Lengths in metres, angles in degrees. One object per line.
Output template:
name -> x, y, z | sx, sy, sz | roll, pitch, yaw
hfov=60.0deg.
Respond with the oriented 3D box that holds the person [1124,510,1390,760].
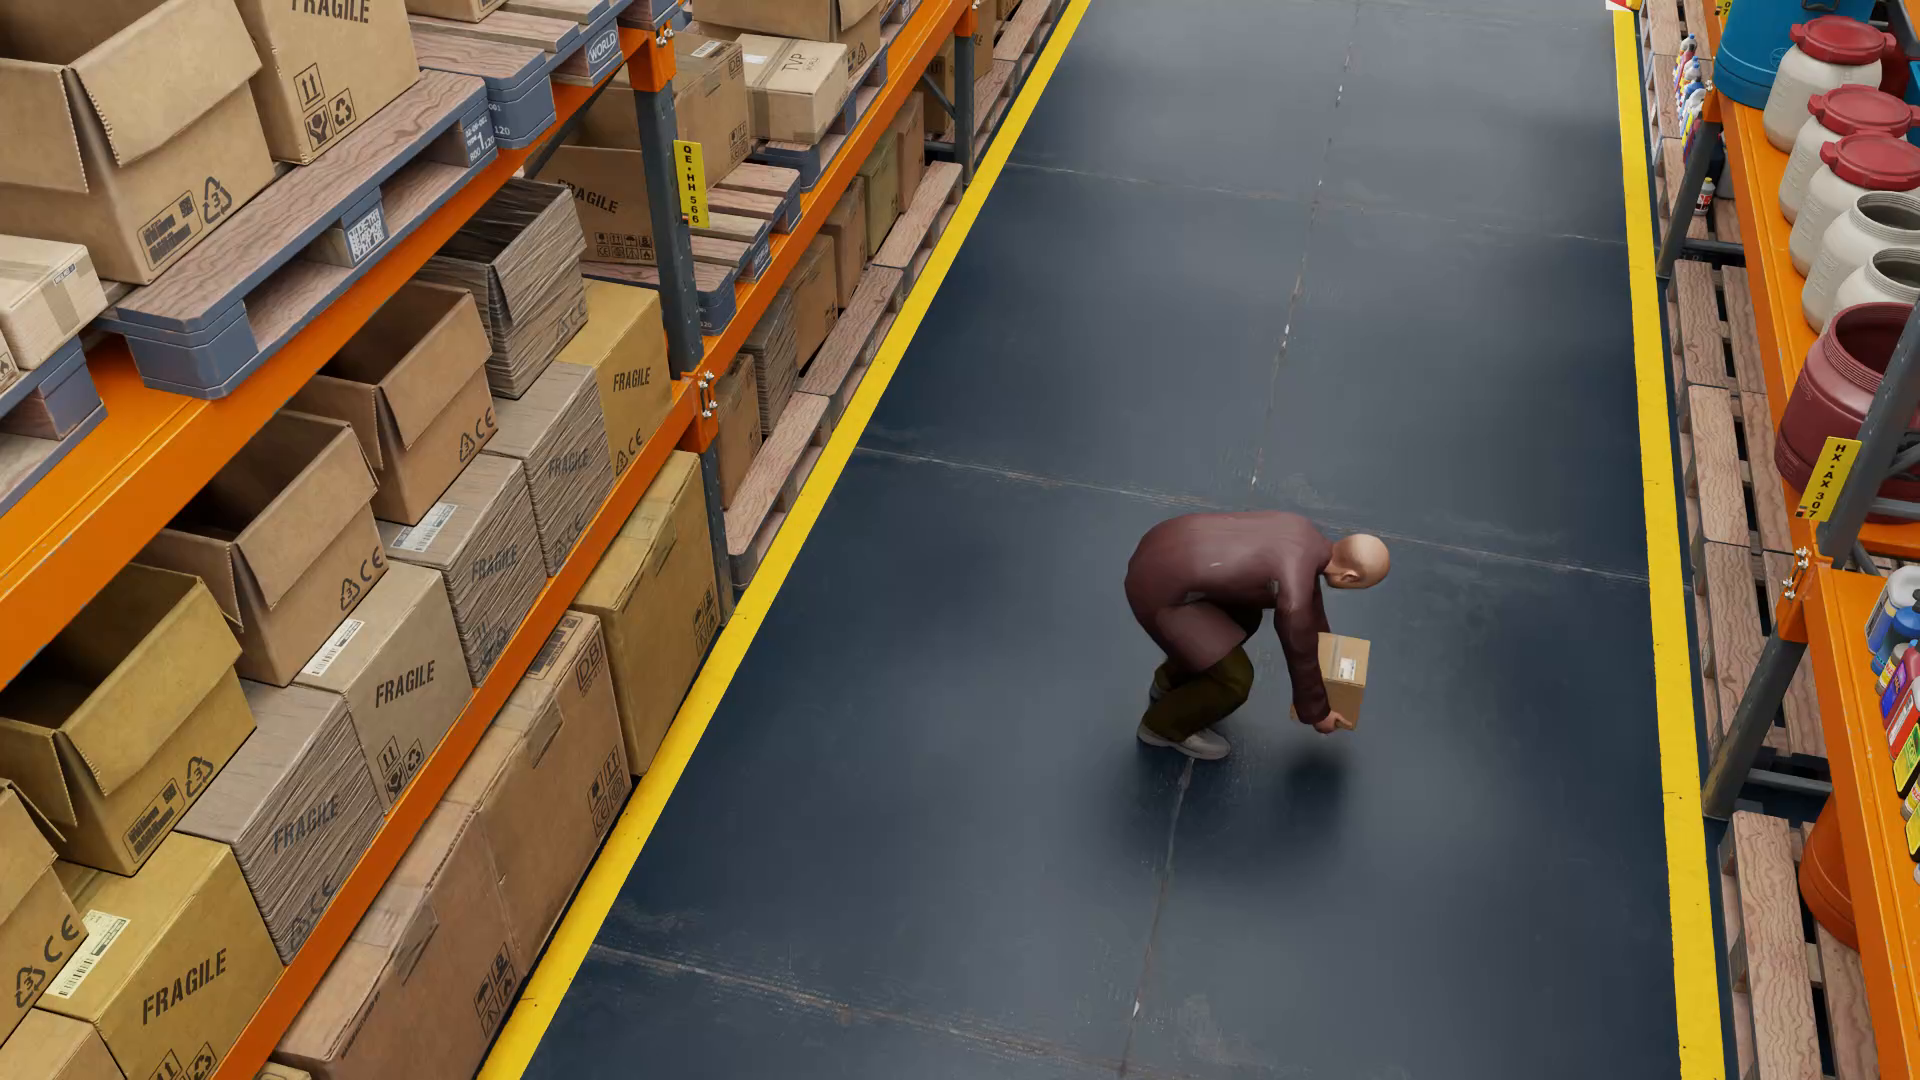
person -> 1.084, 0.356, 6.313 | 0.942, 1.048, 0.592 | 8, 41, 9
